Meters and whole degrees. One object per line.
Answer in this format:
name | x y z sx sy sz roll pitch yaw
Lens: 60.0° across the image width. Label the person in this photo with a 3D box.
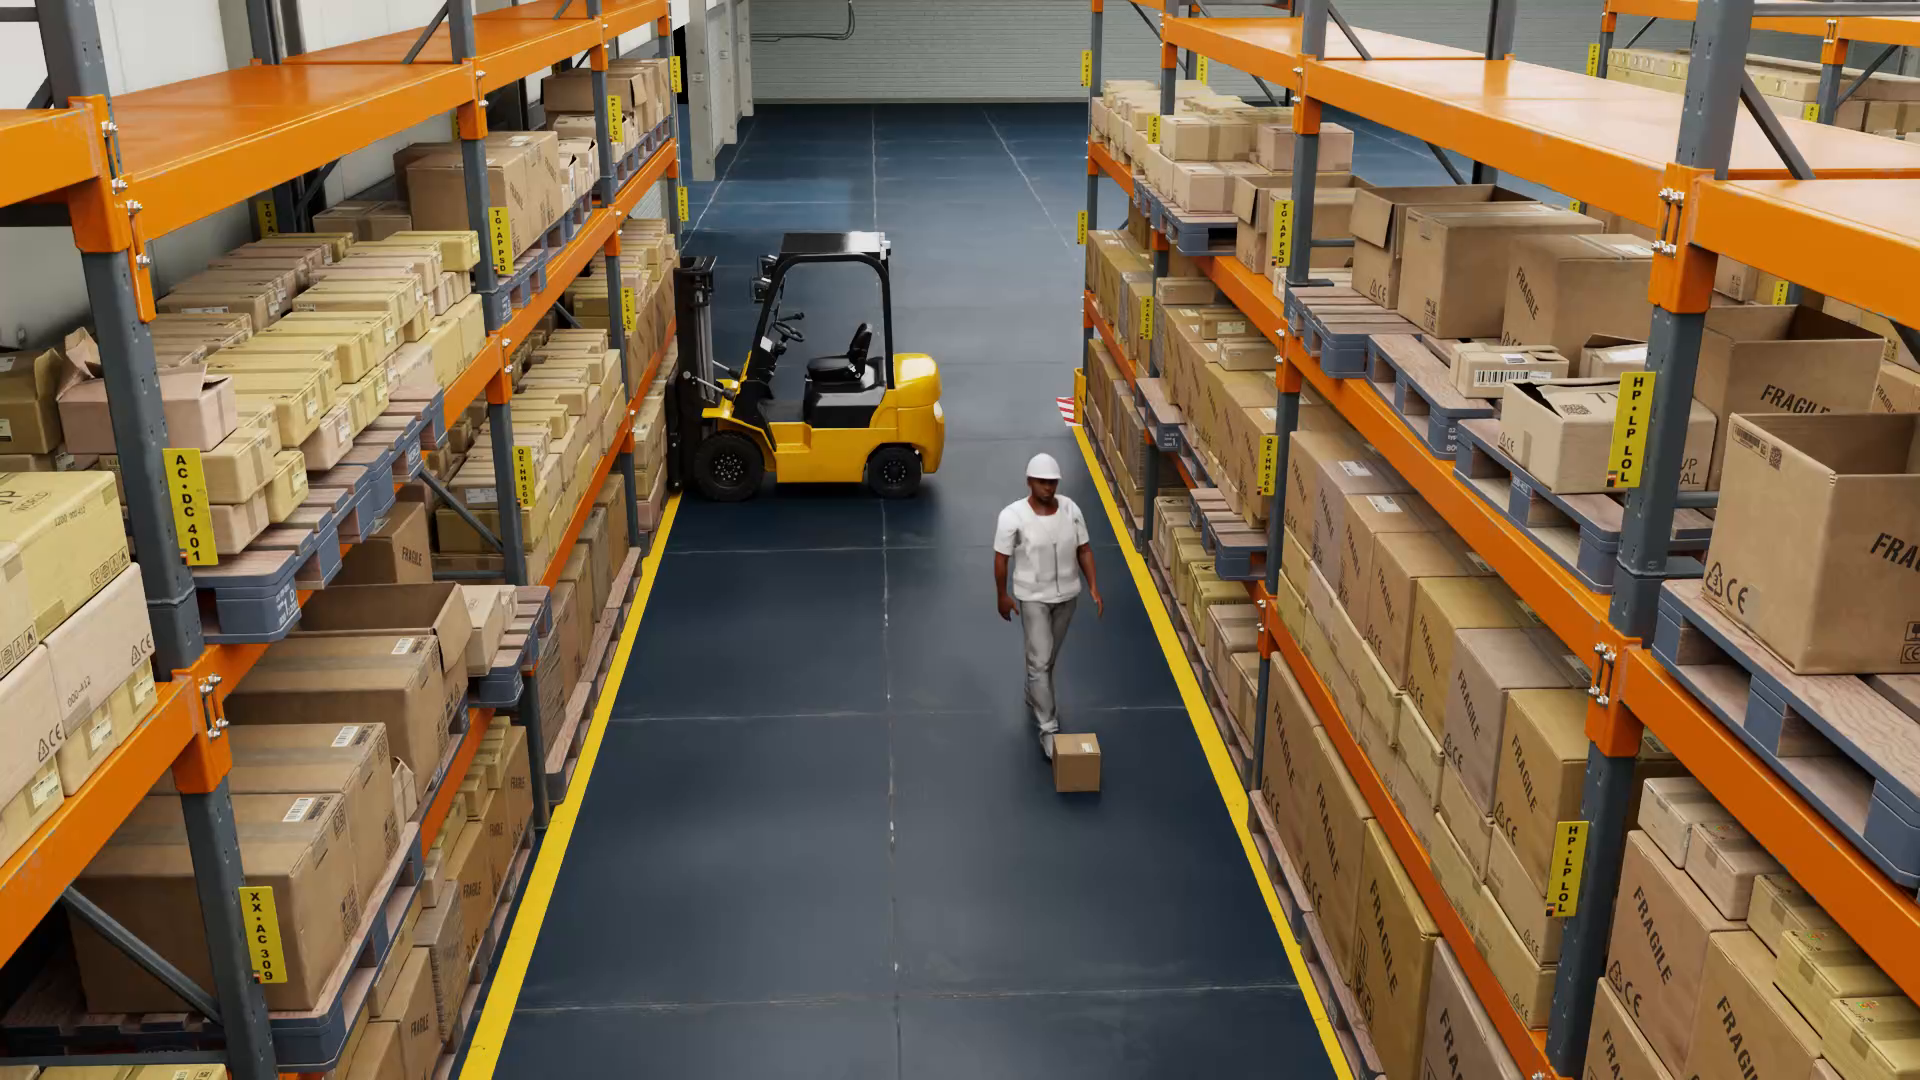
person | 0.579 0.357 10.026 0.575 1.725 0.872 -10 22 -25
